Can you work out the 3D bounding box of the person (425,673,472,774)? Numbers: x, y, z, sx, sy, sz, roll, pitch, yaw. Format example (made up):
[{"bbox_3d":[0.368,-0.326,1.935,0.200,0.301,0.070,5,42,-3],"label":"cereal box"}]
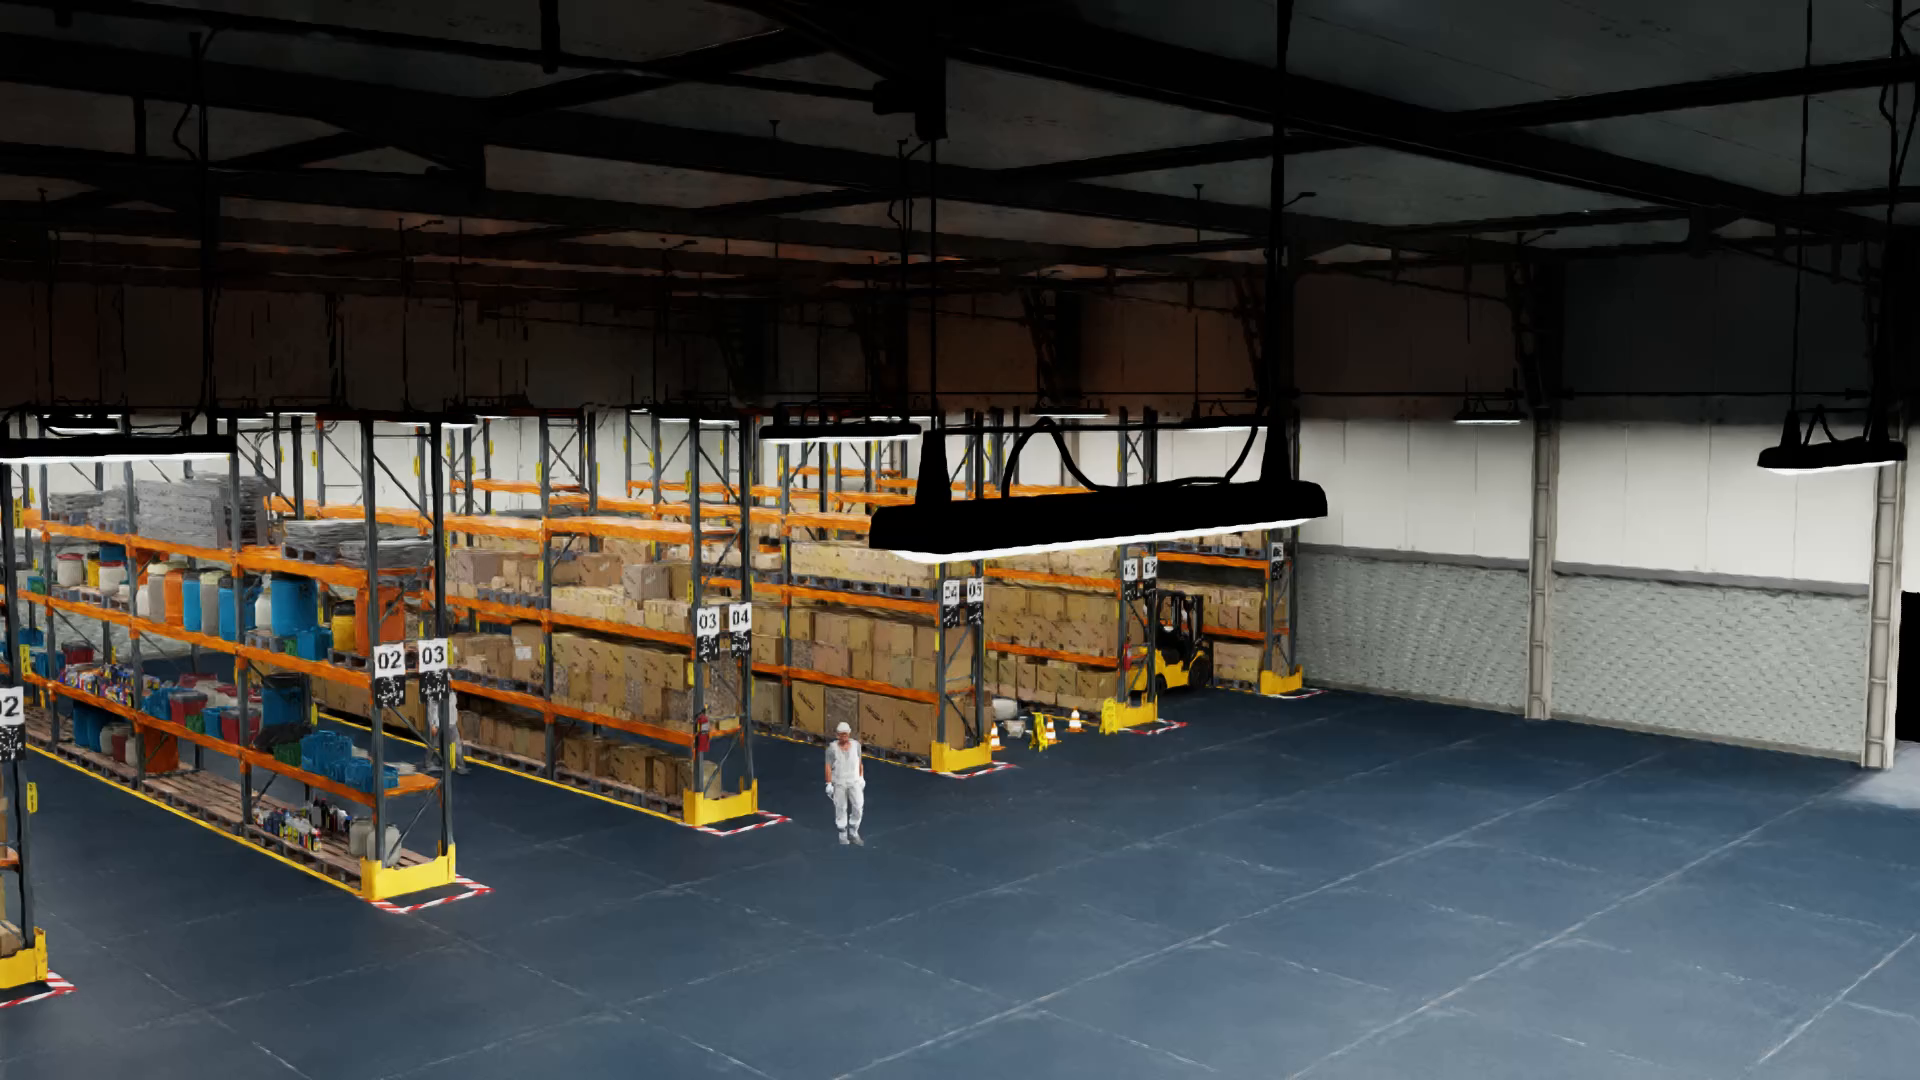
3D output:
[{"bbox_3d":[-8.576,3.027,27.629,0.543,1.700,1.111,-5,7,-43],"label":"person"}]

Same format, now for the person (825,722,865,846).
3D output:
[{"bbox_3d":[-1.594,3.380,23.138,0.581,1.767,0.522,-1,5,-12],"label":"person"}]
